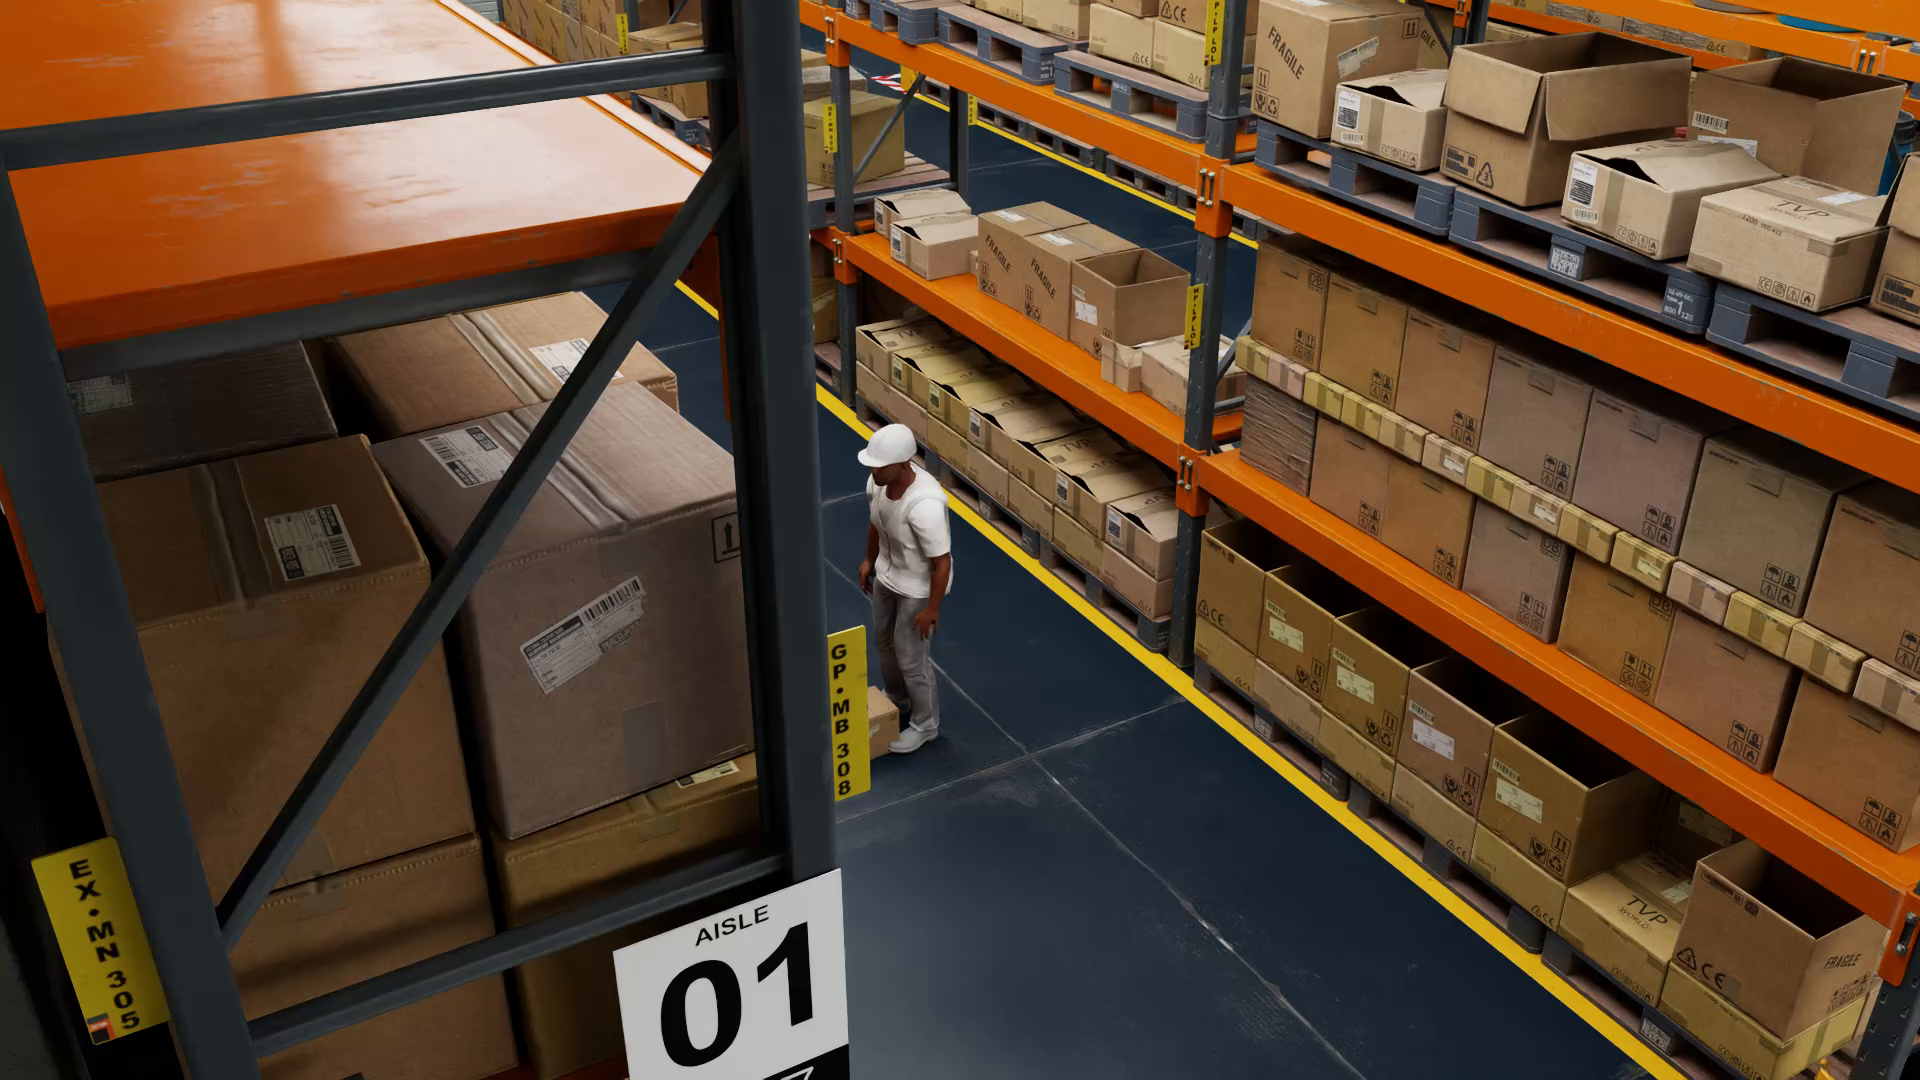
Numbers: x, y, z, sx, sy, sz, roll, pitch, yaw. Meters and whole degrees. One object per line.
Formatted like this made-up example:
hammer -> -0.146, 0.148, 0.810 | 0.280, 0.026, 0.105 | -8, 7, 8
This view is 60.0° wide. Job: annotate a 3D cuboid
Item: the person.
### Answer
person -> -0.281, 0.219, 8.147 | 0.454, 1.761, 0.636 | -18, 33, -29
